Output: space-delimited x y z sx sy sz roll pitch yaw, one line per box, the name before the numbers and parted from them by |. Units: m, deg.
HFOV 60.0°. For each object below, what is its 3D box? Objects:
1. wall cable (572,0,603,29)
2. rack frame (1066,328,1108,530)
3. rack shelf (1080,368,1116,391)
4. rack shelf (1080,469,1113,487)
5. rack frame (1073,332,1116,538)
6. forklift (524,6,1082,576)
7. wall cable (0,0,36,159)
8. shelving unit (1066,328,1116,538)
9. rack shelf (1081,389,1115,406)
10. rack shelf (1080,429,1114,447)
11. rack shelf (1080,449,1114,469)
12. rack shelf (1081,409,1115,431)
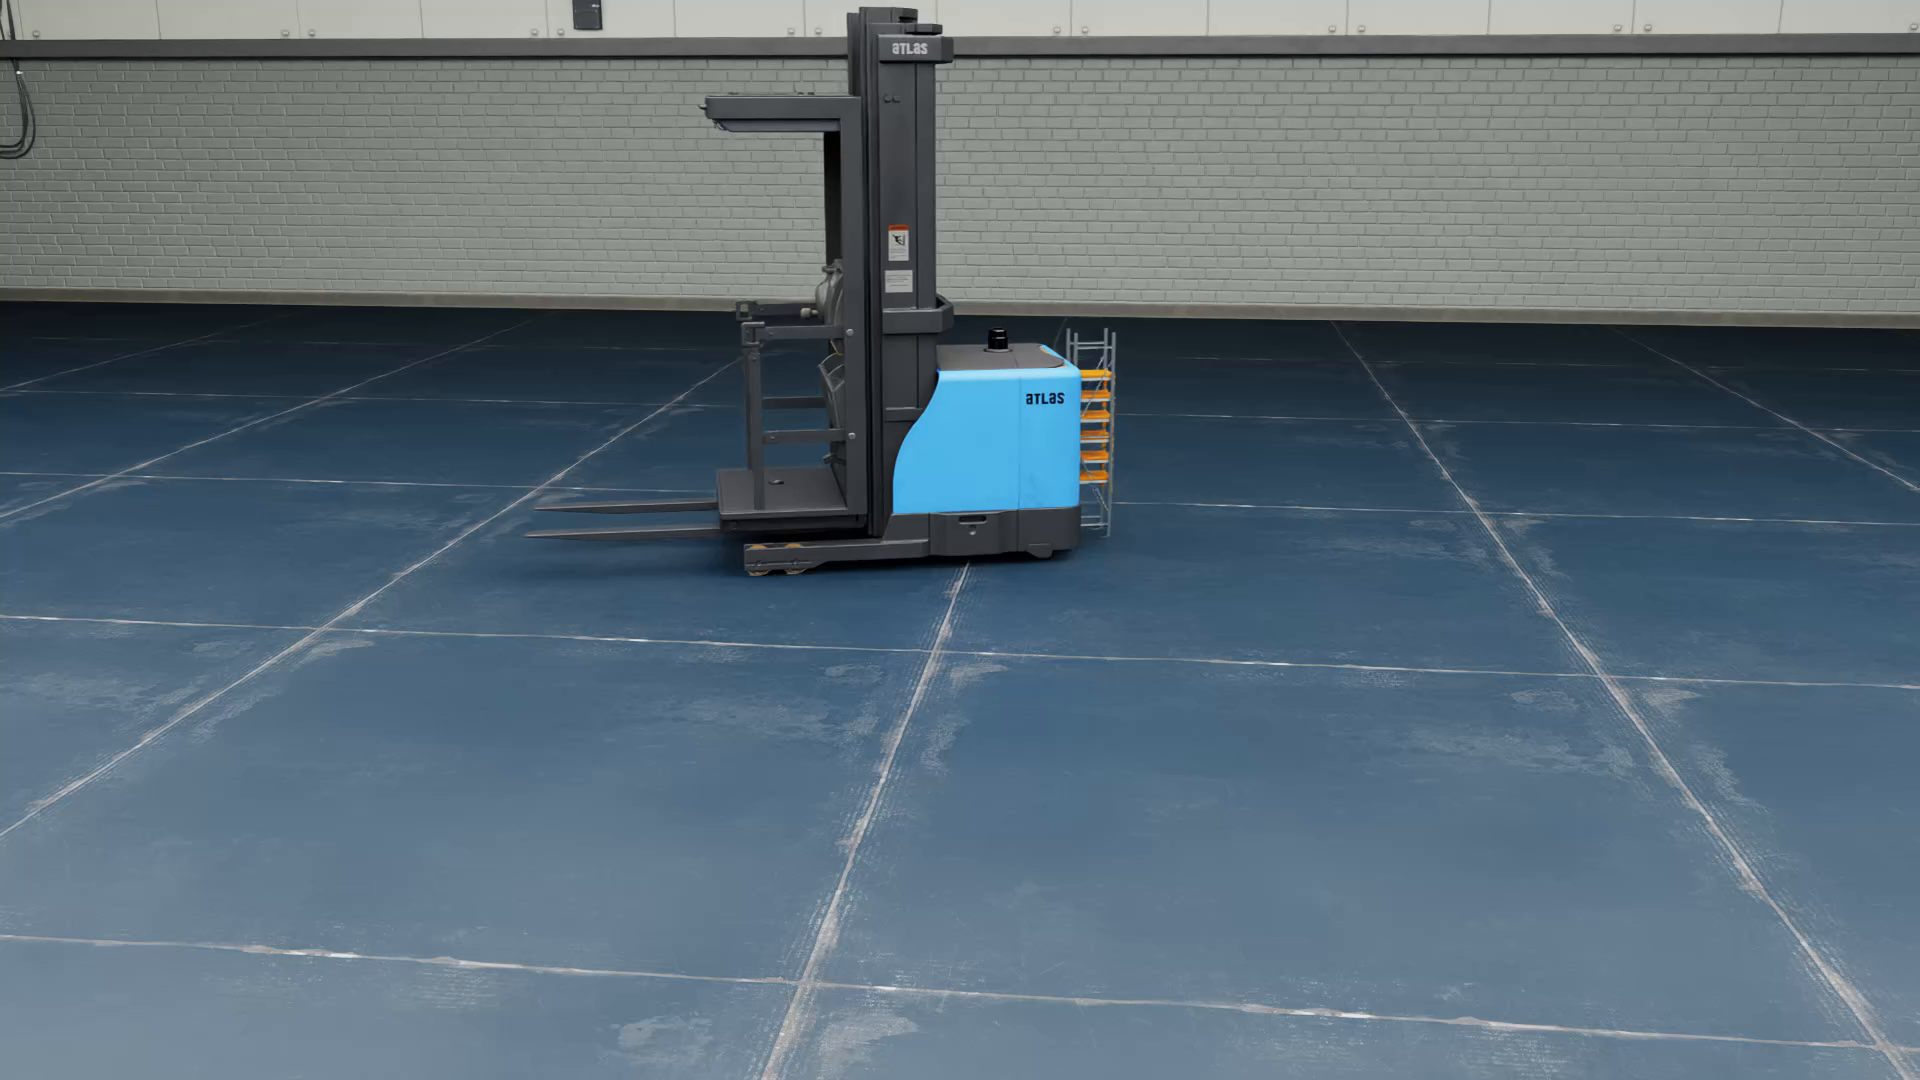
wall cable | -3.248 -8.693 18.057 2.305 6.003 0.169 2 15 6
rack frame | 0.732 -0.638 9.720 0.240 1.200 0.006 -2 15 -9
rack shelf | 0.747 -0.919 9.551 0.258 0.103 0.180 -2 15 -9
rack shelf | 0.746 -0.339 9.707 0.258 0.103 0.180 -2 15 -9
rack frame | 0.761 -0.590 9.546 0.240 1.200 0.006 -2 15 -9
forklift | -0.889 -1.369 9.111 3.031 2.935 1.130 -2 15 -9
wall cable | -12.679 -5.837 19.956 3.097 2.526 0.112 2 15 6
shelving unit | 0.746 -0.614 9.633 0.258 1.200 0.189 -2 15 -9
rack shelf | 0.747 -0.803 9.582 0.258 0.103 0.180 -2 15 -9
rack shelf | 0.746 -0.571 9.645 0.258 0.103 0.180 -2 15 -9
rack shelf | 0.746 -0.455 9.676 0.258 0.103 0.180 -2 15 -9
rack shelf | 0.747 -0.687 9.613 0.258 0.103 0.180 -2 15 -9
